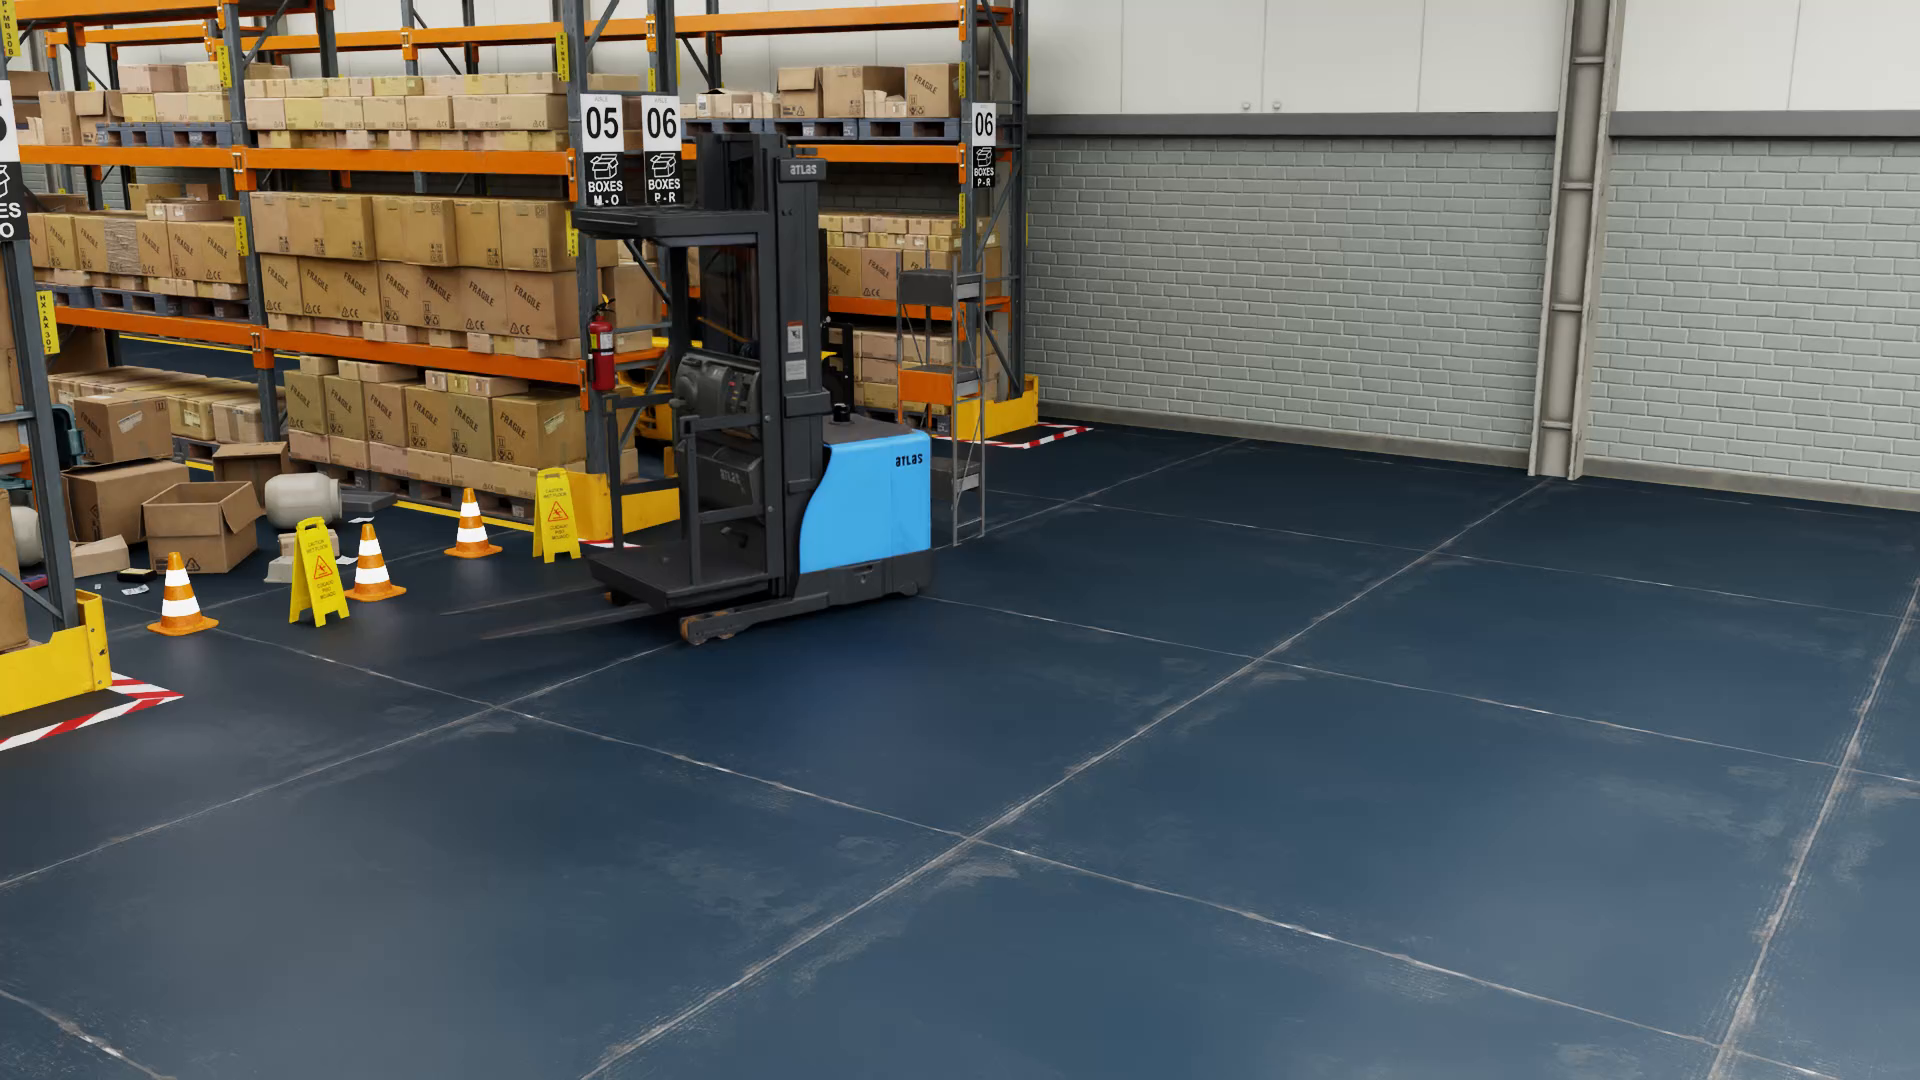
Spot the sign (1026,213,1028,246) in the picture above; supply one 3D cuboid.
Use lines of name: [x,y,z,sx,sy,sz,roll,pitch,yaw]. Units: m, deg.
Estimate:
sign: [0.653,-3.131,16.763,0.005,0.325,0.100,9,17,33]

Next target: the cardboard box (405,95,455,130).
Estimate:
cardboard box: [-3.854,-3.251,12.665,0.500,0.250,0.500,10,17,34]

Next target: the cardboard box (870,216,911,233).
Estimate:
cardboard box: [-0.696,-3.181,16.754,0.250,0.149,0.380,9,17,33]

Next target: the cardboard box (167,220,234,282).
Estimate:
cardboard box: [-6.672,-2.588,14.834,0.500,0.500,0.500,9,17,33]

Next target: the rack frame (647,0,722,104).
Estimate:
rack frame: [-2.981,-6.011,17.879,0.127,3.000,1.000,9,17,33]

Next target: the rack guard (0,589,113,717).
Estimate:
rack guard: [-5.088,0.645,8.678,0.348,0.500,1.175,9,17,33]

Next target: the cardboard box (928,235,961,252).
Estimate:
cardboard box: [-0.106,-2.917,16.305,0.250,0.149,0.380,9,17,34]

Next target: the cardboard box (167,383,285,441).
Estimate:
cardboard box: [-6.783,-1.203,15.534,0.625,0.372,0.950,10,17,36]

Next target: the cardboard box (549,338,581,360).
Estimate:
cardboard box: [-2.859,-1.458,12.493,0.250,0.149,0.380,10,17,35]

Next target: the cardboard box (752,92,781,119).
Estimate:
cardboard box: [-1.919,-4.483,17.144,0.258,0.266,0.396,9,16,31]

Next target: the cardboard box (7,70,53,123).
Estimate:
cardboard box: [-9.464,-4.376,16.426,0.637,0.503,0.797,8,16,29]

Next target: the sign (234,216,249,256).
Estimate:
sign: [-6.055,-2.560,14.011,0.005,0.325,0.100,9,17,33]

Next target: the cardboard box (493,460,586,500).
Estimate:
cardboard box: [-3.270,-0.499,12.947,0.500,0.250,0.500,9,17,33]

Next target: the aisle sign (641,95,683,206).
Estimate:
aisle sign: [-2.205,-2.888,12.336,0.004,0.787,0.394,9,17,33]

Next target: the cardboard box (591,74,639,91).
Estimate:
cardboard box: [-2.610,-3.382,12.363,0.250,0.149,0.380,9,17,32]

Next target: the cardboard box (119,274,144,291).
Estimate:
cardboard box: [-7.587,-2.420,15.506,0.250,0.149,0.380,10,17,35]

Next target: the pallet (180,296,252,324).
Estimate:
pallet: [-6.301,-2.147,15.154,1.213,0.211,1.003,9,17,33]

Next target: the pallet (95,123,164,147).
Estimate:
pallet: [-7.063,-3.716,15.241,1.003,0.211,1.213,9,17,33]

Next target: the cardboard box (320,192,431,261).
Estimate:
cardboard box: [-4.691,-2.539,13.430,0.500,0.500,0.700,9,16,32]

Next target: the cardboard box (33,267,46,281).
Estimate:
cardboard box: [-8.901,-2.646,16.420,0.250,0.149,0.380,8,16,30]

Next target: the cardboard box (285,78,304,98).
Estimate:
cardboard box: [-5.223,-3.656,13.472,0.250,0.149,0.380,9,16,31]

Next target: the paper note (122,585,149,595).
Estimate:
paper note: [-5.427,0.327,10.942,0.144,0.017,0.142,-10,17,-35]

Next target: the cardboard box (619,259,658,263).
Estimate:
cardboard box: [-3.545,-3.042,18.680,0.500,0.250,0.500,10,17,34]

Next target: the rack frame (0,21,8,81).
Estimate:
rack frame: [-5.108,-3.484,7.670,0.127,3.000,1.000,9,17,33]

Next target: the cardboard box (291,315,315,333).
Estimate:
cardboard box: [-5.427,-1.857,14.106,0.250,0.149,0.380,10,17,34]

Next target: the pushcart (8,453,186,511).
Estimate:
pushcart: [-6.979,-0.375,13.051,0.936,0.377,1.648,3,14,14]

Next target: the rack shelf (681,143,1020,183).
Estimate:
rack shelf: [-1.322,-3.938,17.242,4.000,0.370,1.077,9,17,33]

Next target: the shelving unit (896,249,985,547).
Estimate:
shelving unit: [-0.137,-1.041,12.161,0.503,2.100,0.431,9,17,33]

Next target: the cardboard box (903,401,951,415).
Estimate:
cardboard box: [-0.228,-1.432,16.713,0.500,0.250,0.500,9,17,33]

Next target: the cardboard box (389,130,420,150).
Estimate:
cardboard box: [-4.181,-3.096,12.866,0.250,0.149,0.380,9,16,32]

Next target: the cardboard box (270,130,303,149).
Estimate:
cardboard box: [-5.442,-3.305,13.714,0.250,0.149,0.380,9,17,33]

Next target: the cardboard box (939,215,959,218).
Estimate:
cardboard box: [-0.007,-3.206,16.855,0.250,0.149,0.380,10,17,35]

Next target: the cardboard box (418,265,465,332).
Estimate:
cardboard box: [-3.859,-1.919,13.006,0.500,0.500,0.500,9,17,33]

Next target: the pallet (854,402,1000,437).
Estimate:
pallet: [-0.320,-1.303,17.148,1.213,0.211,1.003,9,17,33]

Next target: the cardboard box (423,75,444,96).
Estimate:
cardboard box: [-3.872,-3.472,12.726,0.250,0.149,0.380,9,16,31]

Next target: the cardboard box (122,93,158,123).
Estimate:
cardboard box: [-7.153,-3.883,14.962,0.500,0.250,0.500,9,17,34]

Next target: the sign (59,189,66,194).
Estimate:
sign: [-13.241,-5.020,24.559,0.005,0.325,0.100,9,17,33]

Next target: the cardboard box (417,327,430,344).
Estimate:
cardboard box: [-4.116,-1.667,13.337,0.250,0.149,0.380,9,17,33]

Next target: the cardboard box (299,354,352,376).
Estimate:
cardboard box: [-5.339,-1.495,14.058,0.250,0.149,0.380,9,17,34]

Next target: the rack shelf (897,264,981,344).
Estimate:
rack shelf: [-0.137,-1.708,11.996,0.480,0.518,0.431,9,17,33]

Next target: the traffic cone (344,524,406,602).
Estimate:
traffic cone: [-3.843,0.126,10.853,0.334,0.463,0.336,9,17,33]

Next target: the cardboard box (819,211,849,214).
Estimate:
cardboard box: [-1.310,-3.406,17.662,0.250,0.149,0.380,10,17,34]

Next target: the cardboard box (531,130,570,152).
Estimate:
cardboard box: [-2.881,-2.899,12.070,0.250,0.149,0.380,9,17,33]

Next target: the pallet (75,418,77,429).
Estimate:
pallet: [-8.420,-1.187,16.677,1.213,0.211,1.003,9,17,33]

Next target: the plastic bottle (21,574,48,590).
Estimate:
plastic bottle: [-6.139,0.276,11.082,0.133,0.061,0.283,3,14,14]

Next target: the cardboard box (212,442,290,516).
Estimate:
cardboard box: [-5.619,-0.482,13.223,0.500,0.500,0.500,-4,14,-16]

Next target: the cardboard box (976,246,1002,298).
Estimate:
cardboard box: [0.082,-2.733,16.913,0.500,0.500,0.500,10,17,35]

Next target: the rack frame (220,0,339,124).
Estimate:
rack frame: [-5.748,-5.021,13.879,0.127,3.000,1.000,9,17,33]

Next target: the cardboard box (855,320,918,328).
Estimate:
cardboard box: [-0.781,-2.155,17.552,0.500,0.250,0.500,9,17,32]

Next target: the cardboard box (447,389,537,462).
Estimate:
cardboard box: [-3.674,-0.930,13.126,0.500,0.500,0.500,10,17,35]

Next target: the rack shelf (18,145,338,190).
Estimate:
rack shelf: [-7.408,-3.484,15.409,4.000,0.370,1.077,9,17,33]

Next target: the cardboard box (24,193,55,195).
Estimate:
cardboard box: [-9.757,-3.359,17.359,0.500,0.500,0.500,9,17,33]

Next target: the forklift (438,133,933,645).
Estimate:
forklift: [-1.648,-0.946,10.043,3.031,2.935,1.130,-11,17,-37]

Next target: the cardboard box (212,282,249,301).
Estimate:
cardboard box: [-6.329,-2.205,14.636,0.250,0.149,0.380,9,17,34]

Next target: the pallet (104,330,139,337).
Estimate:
pallet: [-12.213,-3.238,24.963,1.213,0.211,1.003,9,17,33]
